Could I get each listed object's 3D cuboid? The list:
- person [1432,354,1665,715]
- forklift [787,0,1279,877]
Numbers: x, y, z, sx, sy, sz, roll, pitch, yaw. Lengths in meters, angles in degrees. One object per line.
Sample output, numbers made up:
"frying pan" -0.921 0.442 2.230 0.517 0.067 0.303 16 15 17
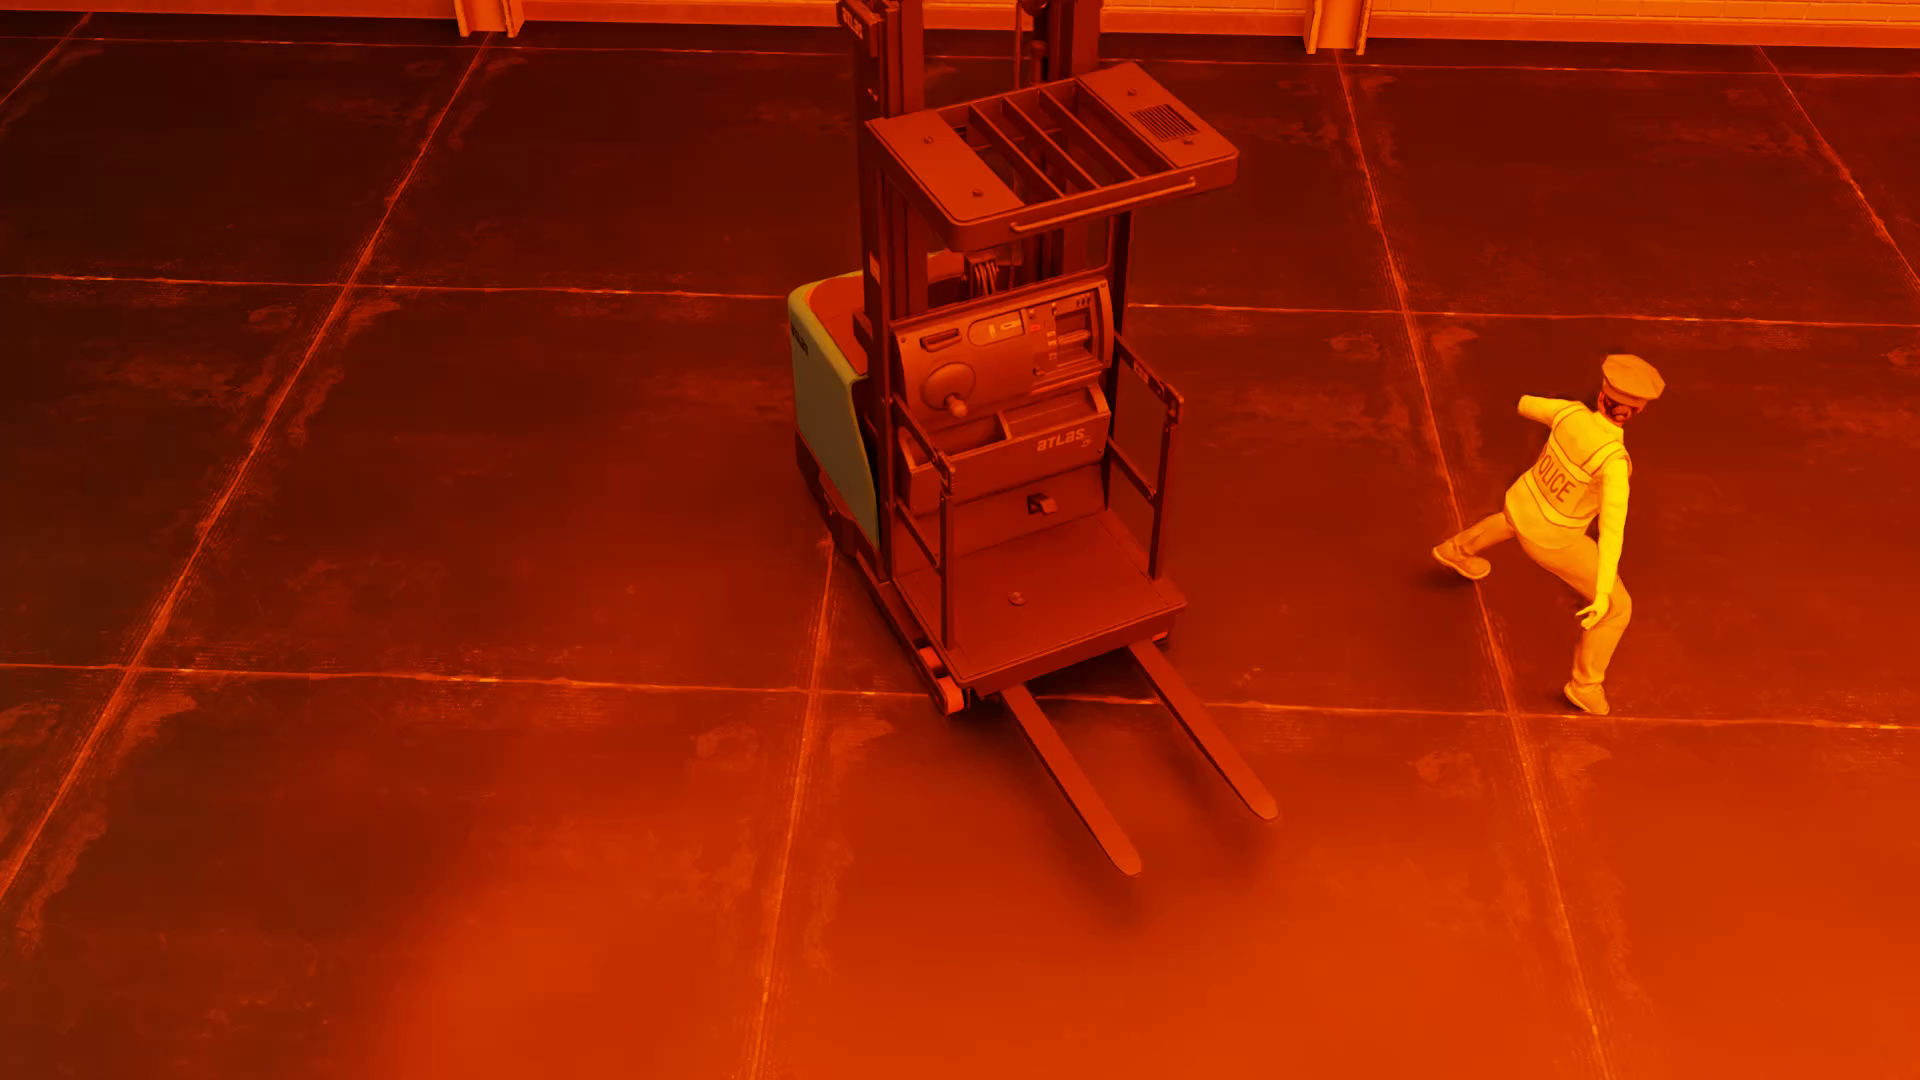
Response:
"person" 2.512 -0.038 6.902 0.522 1.589 1.098 -7 43 -8
"forklift" 0.283 -0.680 6.487 1.130 2.935 3.031 -18 45 -18
